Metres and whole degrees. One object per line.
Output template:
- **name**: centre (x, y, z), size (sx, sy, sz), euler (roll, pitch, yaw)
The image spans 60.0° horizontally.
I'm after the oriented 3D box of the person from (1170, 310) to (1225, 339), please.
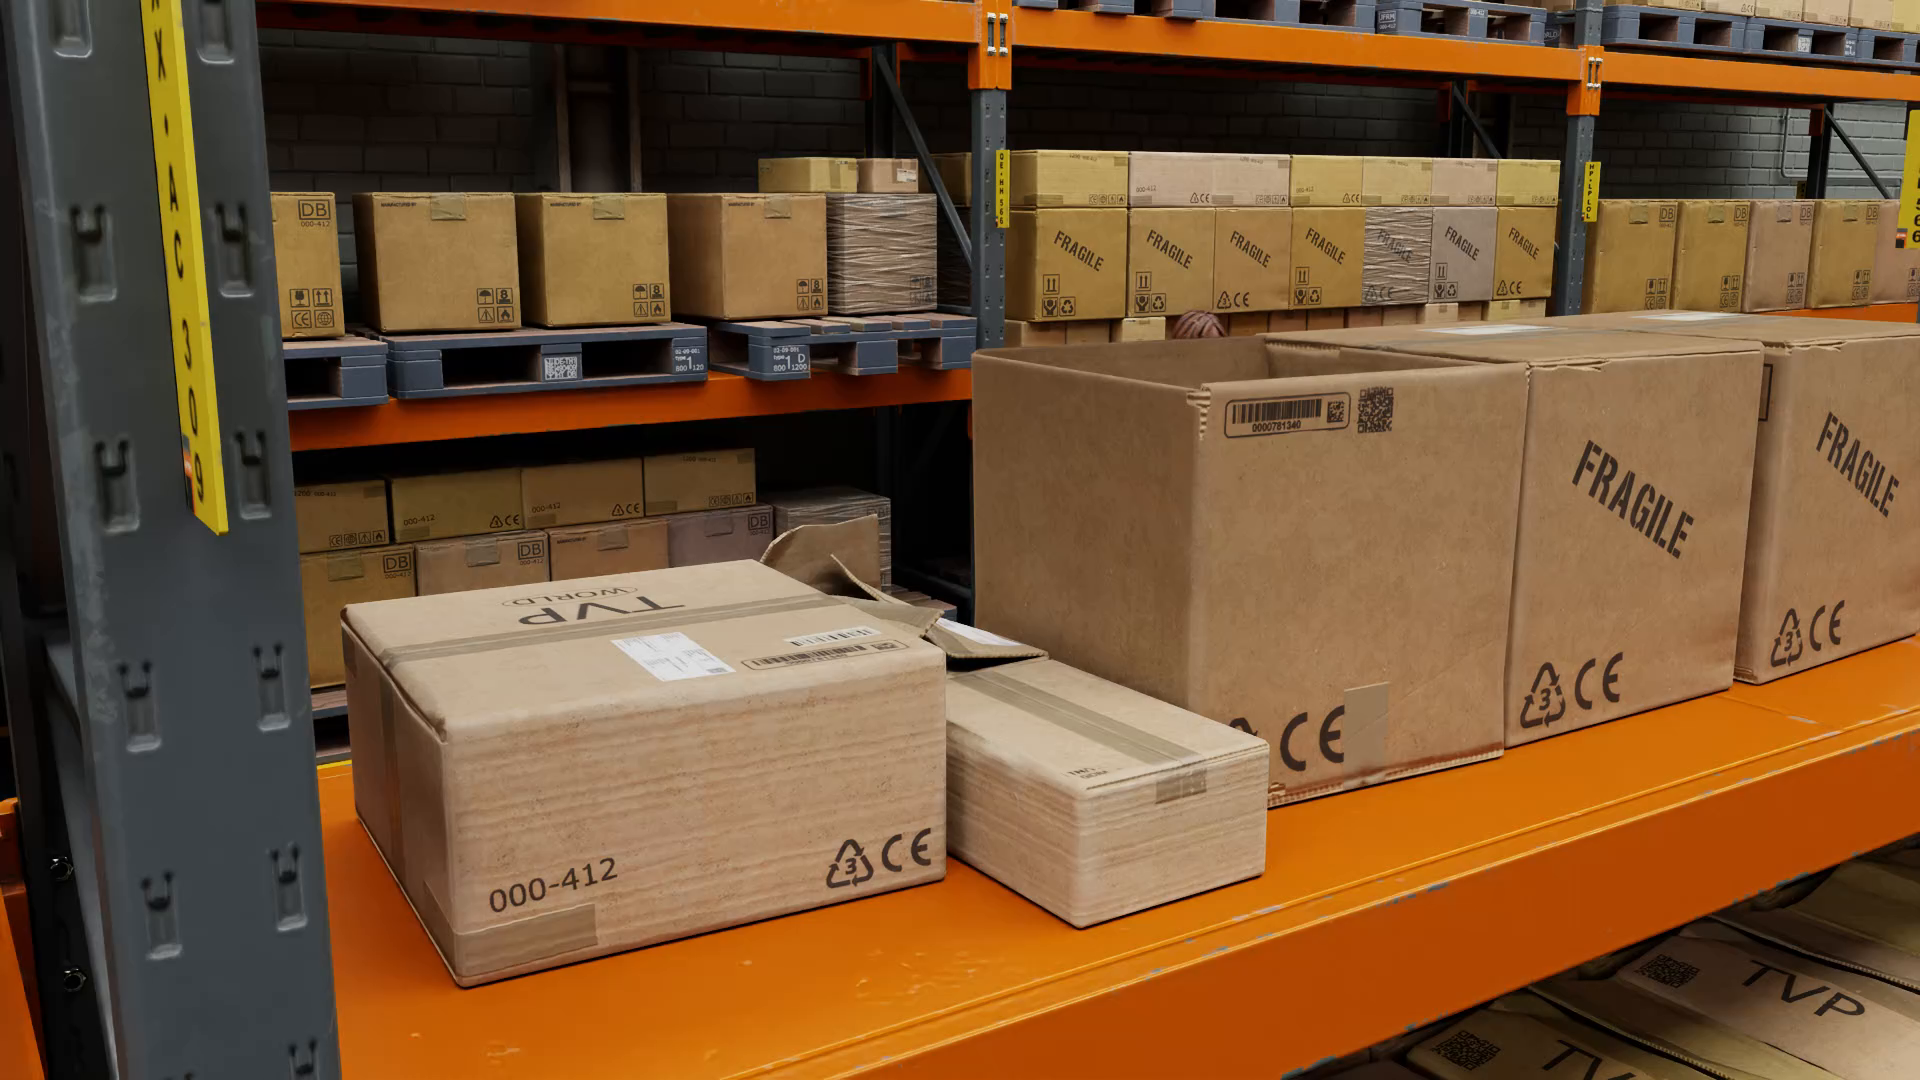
- **person**: centre (0.844, -0.082, 6.376), size (0.463, 1.593, 0.344), euler (-8, 14, -33)
